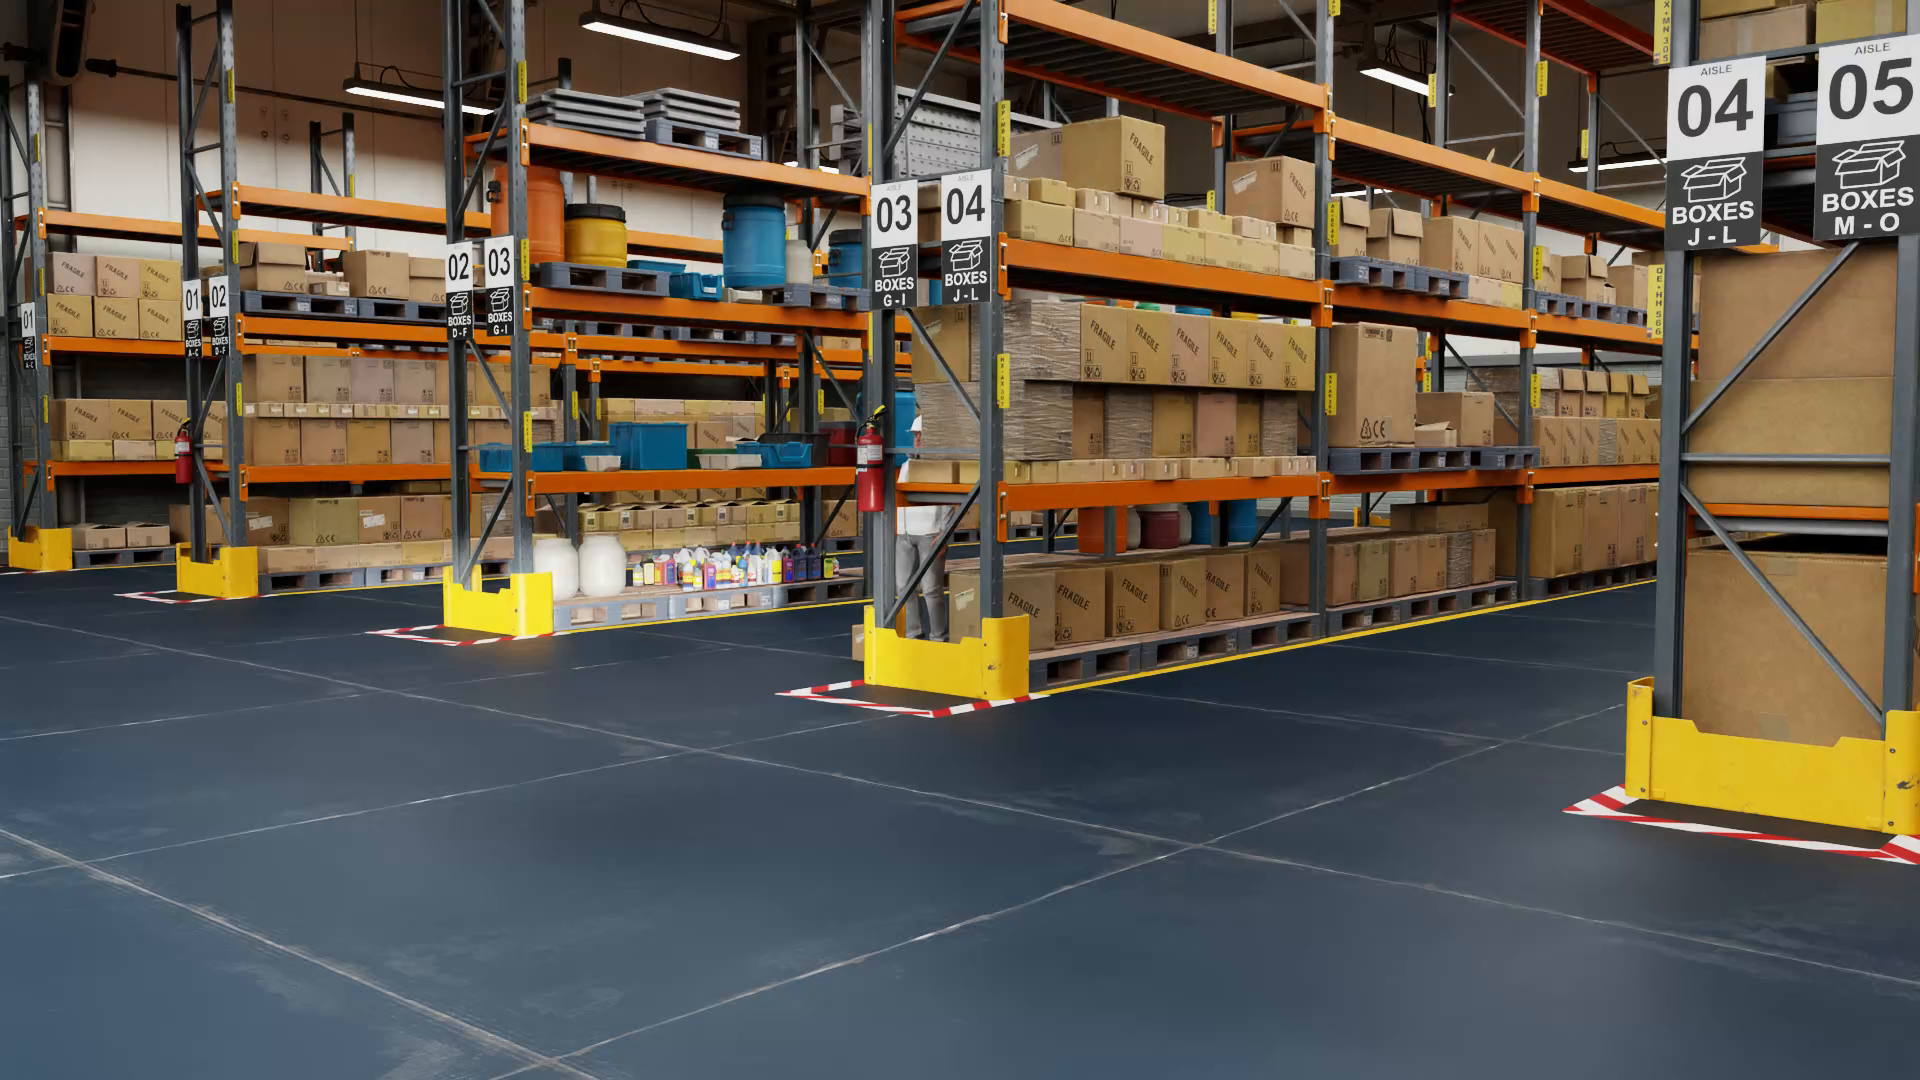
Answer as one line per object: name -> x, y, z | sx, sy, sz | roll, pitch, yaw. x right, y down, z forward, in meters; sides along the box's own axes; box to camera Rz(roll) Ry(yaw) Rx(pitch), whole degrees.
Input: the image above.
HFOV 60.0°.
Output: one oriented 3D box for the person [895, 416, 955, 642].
person -> -0.268, -0.036, 12.223 | 0.536, 1.776, 0.360 | 3, 5, 41
